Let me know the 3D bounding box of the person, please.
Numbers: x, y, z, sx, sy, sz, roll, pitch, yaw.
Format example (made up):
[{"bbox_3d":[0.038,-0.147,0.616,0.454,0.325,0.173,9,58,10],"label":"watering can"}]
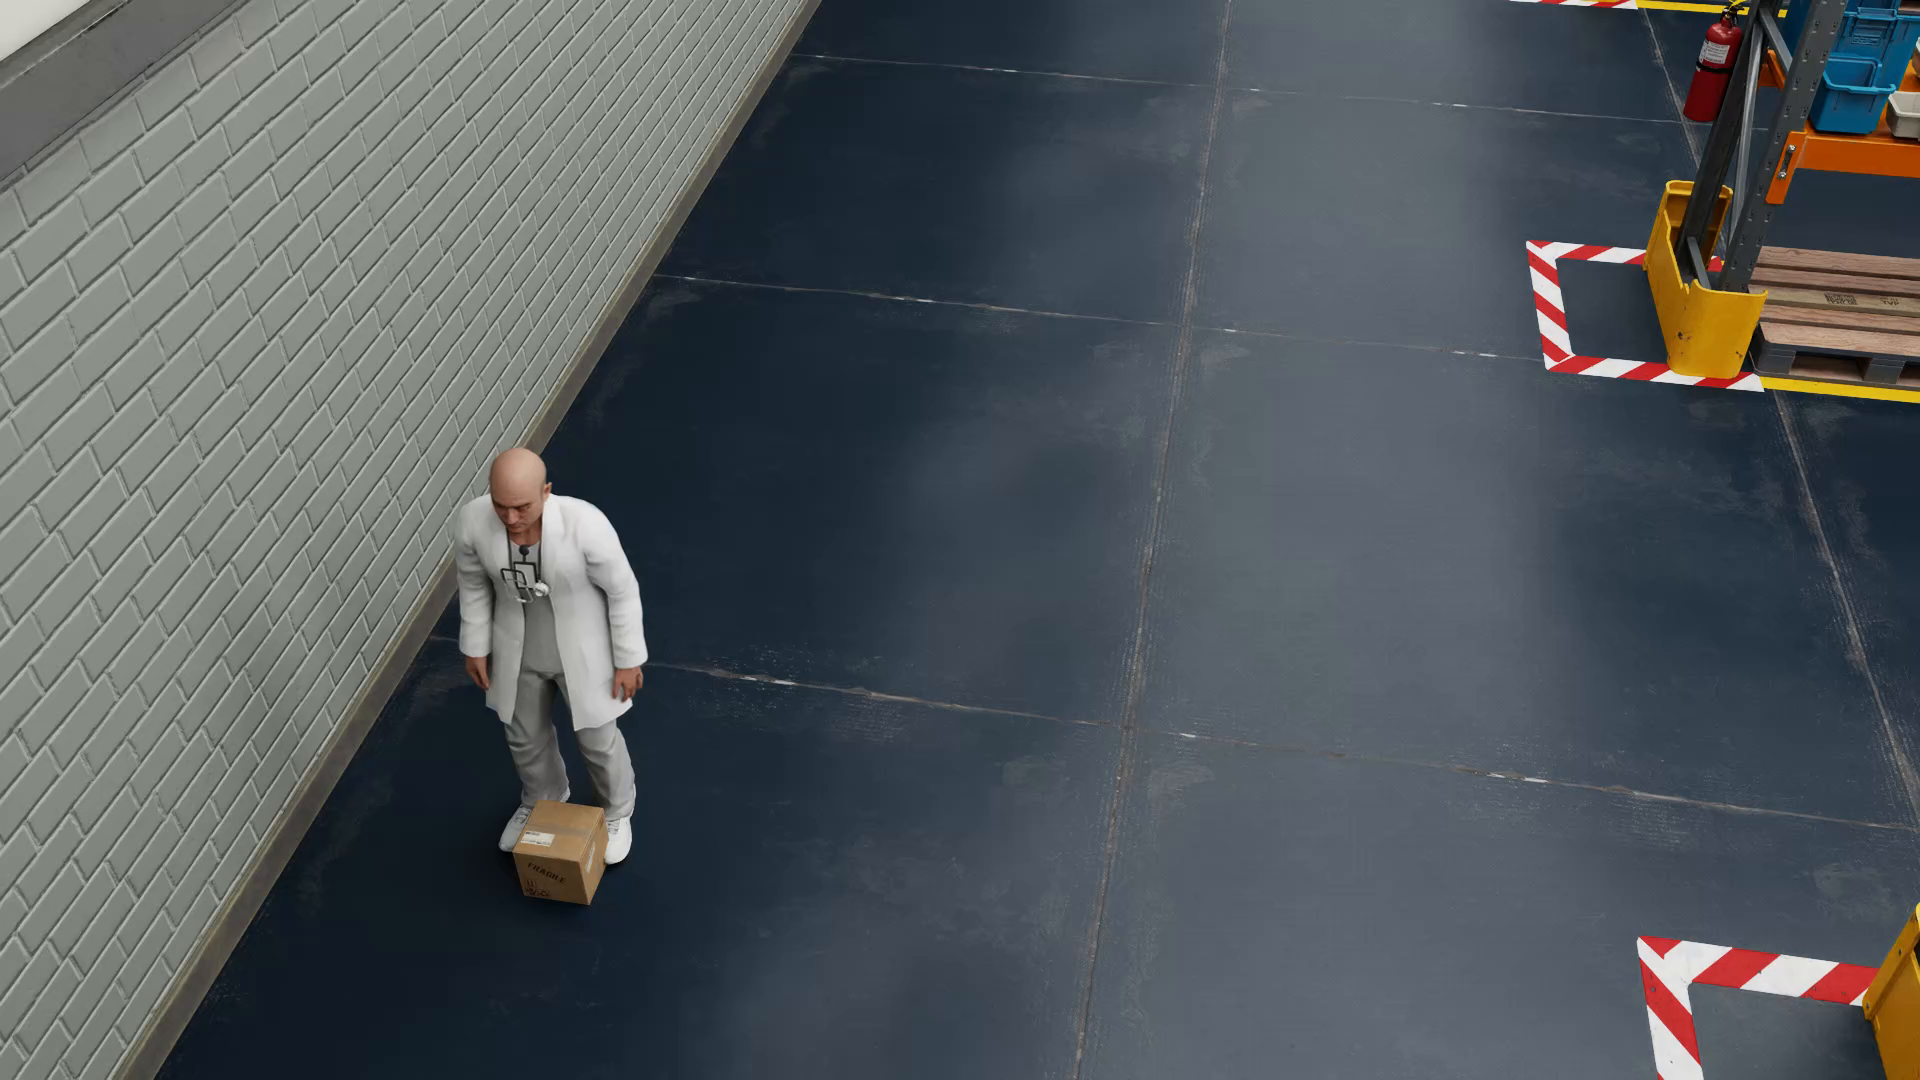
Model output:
[{"bbox_3d":[-1.387,0.389,5.704,0.655,1.775,0.420,5,40,6],"label":"person"}]
